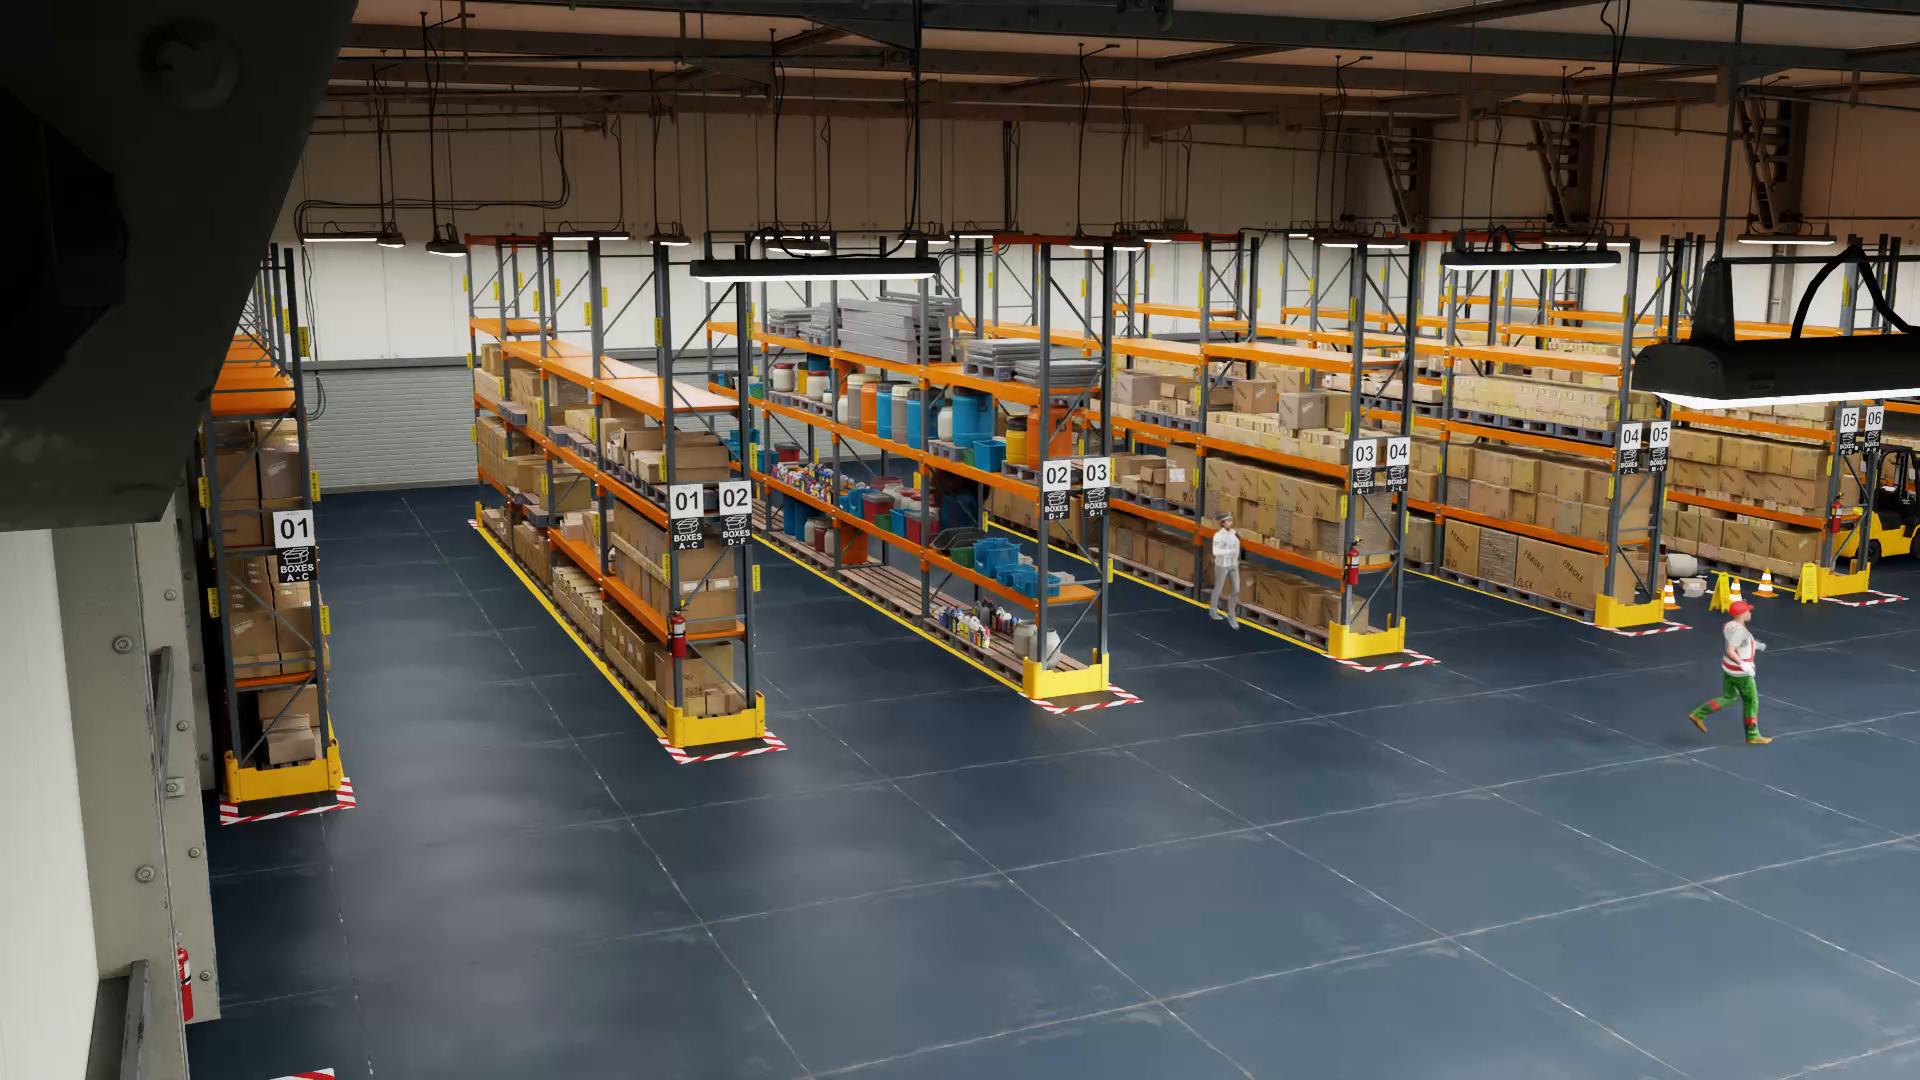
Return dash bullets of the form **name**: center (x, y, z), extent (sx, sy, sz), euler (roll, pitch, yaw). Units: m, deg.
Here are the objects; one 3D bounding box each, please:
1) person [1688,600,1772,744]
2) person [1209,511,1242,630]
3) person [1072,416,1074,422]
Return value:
- **person**: center (9.412, 1.598, 20.174), extent (0.967, 1.768, 0.667), euler (1, 11, 6)
- **person**: center (4.024, 0.449, 24.953), extent (0.592, 1.788, 0.666), euler (-6, 13, -29)
- **person**: center (2.508, -2.341, 41.089), extent (0.798, 1.601, 0.712), euler (-7, 13, -31)
